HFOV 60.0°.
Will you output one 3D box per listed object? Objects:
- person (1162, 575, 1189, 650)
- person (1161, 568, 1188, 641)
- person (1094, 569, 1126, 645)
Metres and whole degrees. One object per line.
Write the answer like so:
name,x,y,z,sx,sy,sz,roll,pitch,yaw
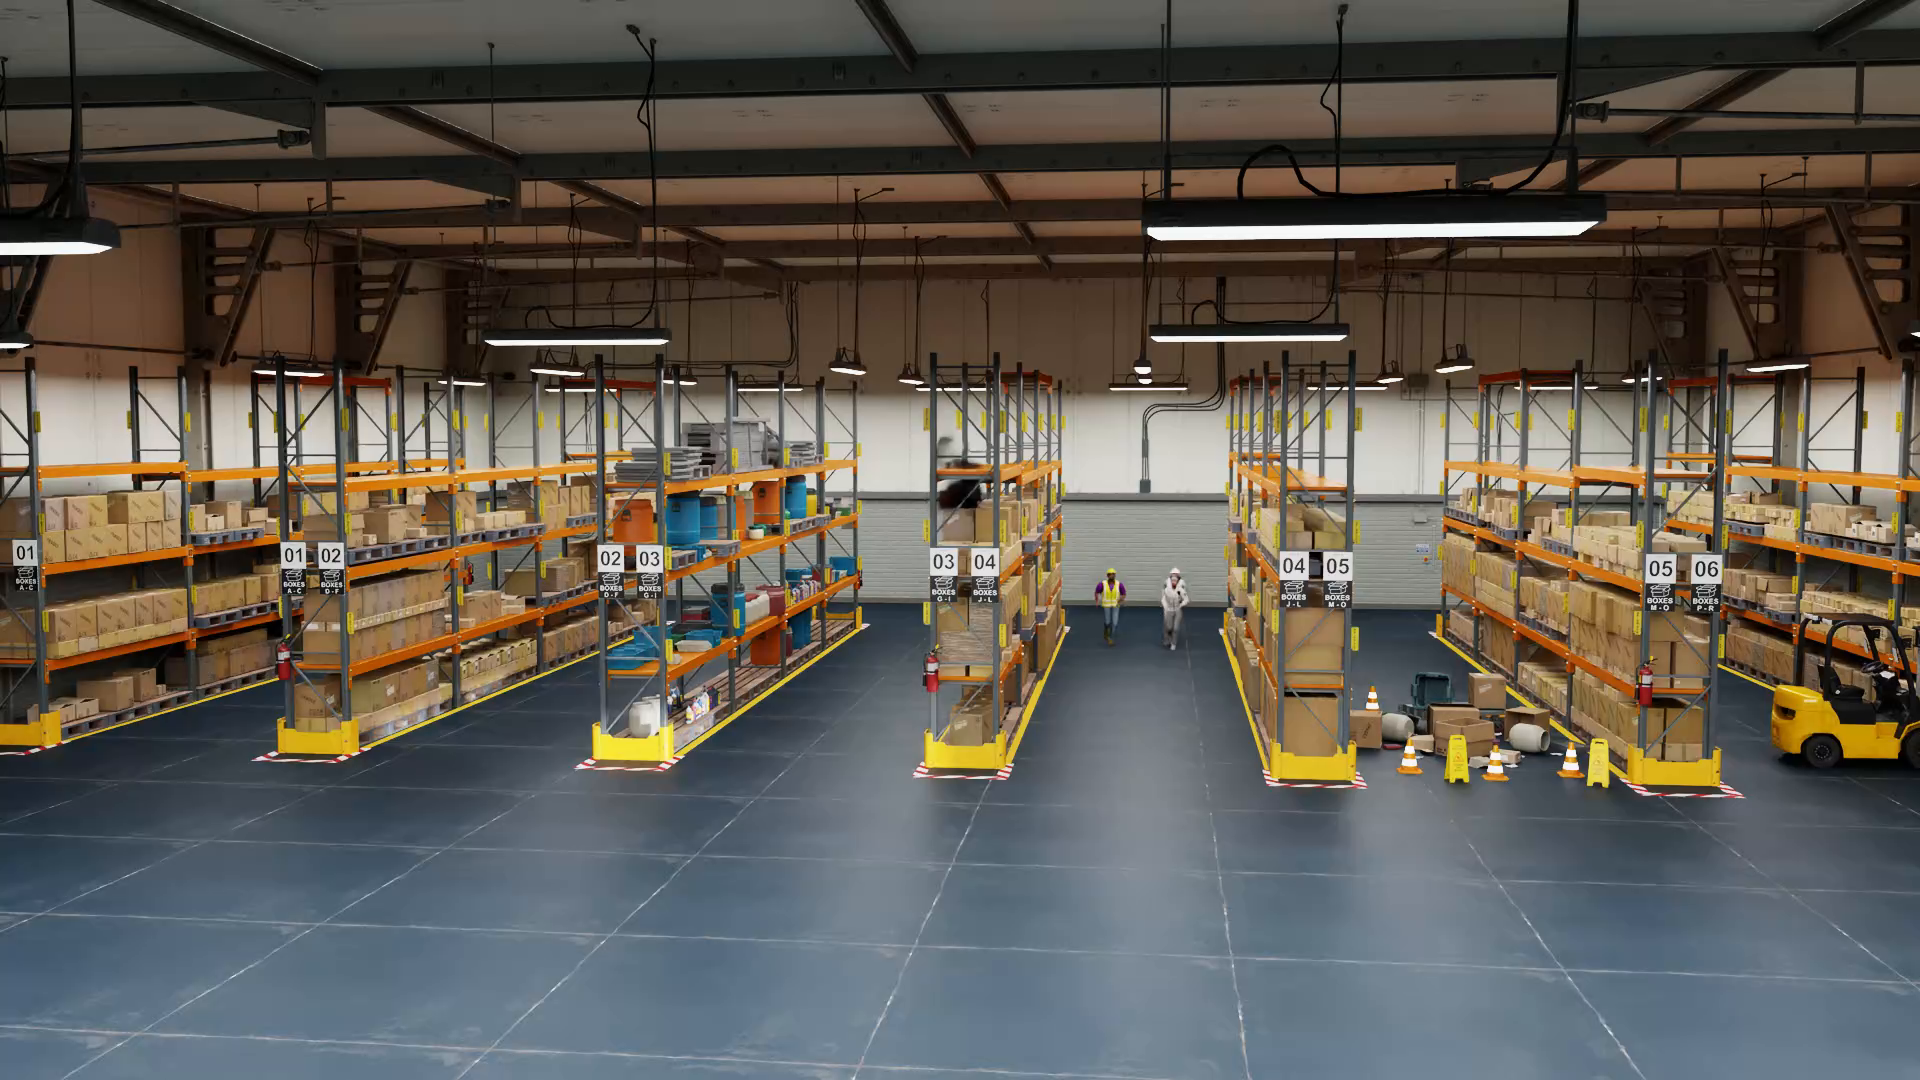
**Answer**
person,4.734,1.587,36.635,0.603,1.668,0.564,1,4,12
person,4.914,1.477,38.034,0.642,1.730,0.892,1,4,14
person,3.393,1.504,37.378,0.709,1.726,0.591,0,4,0
